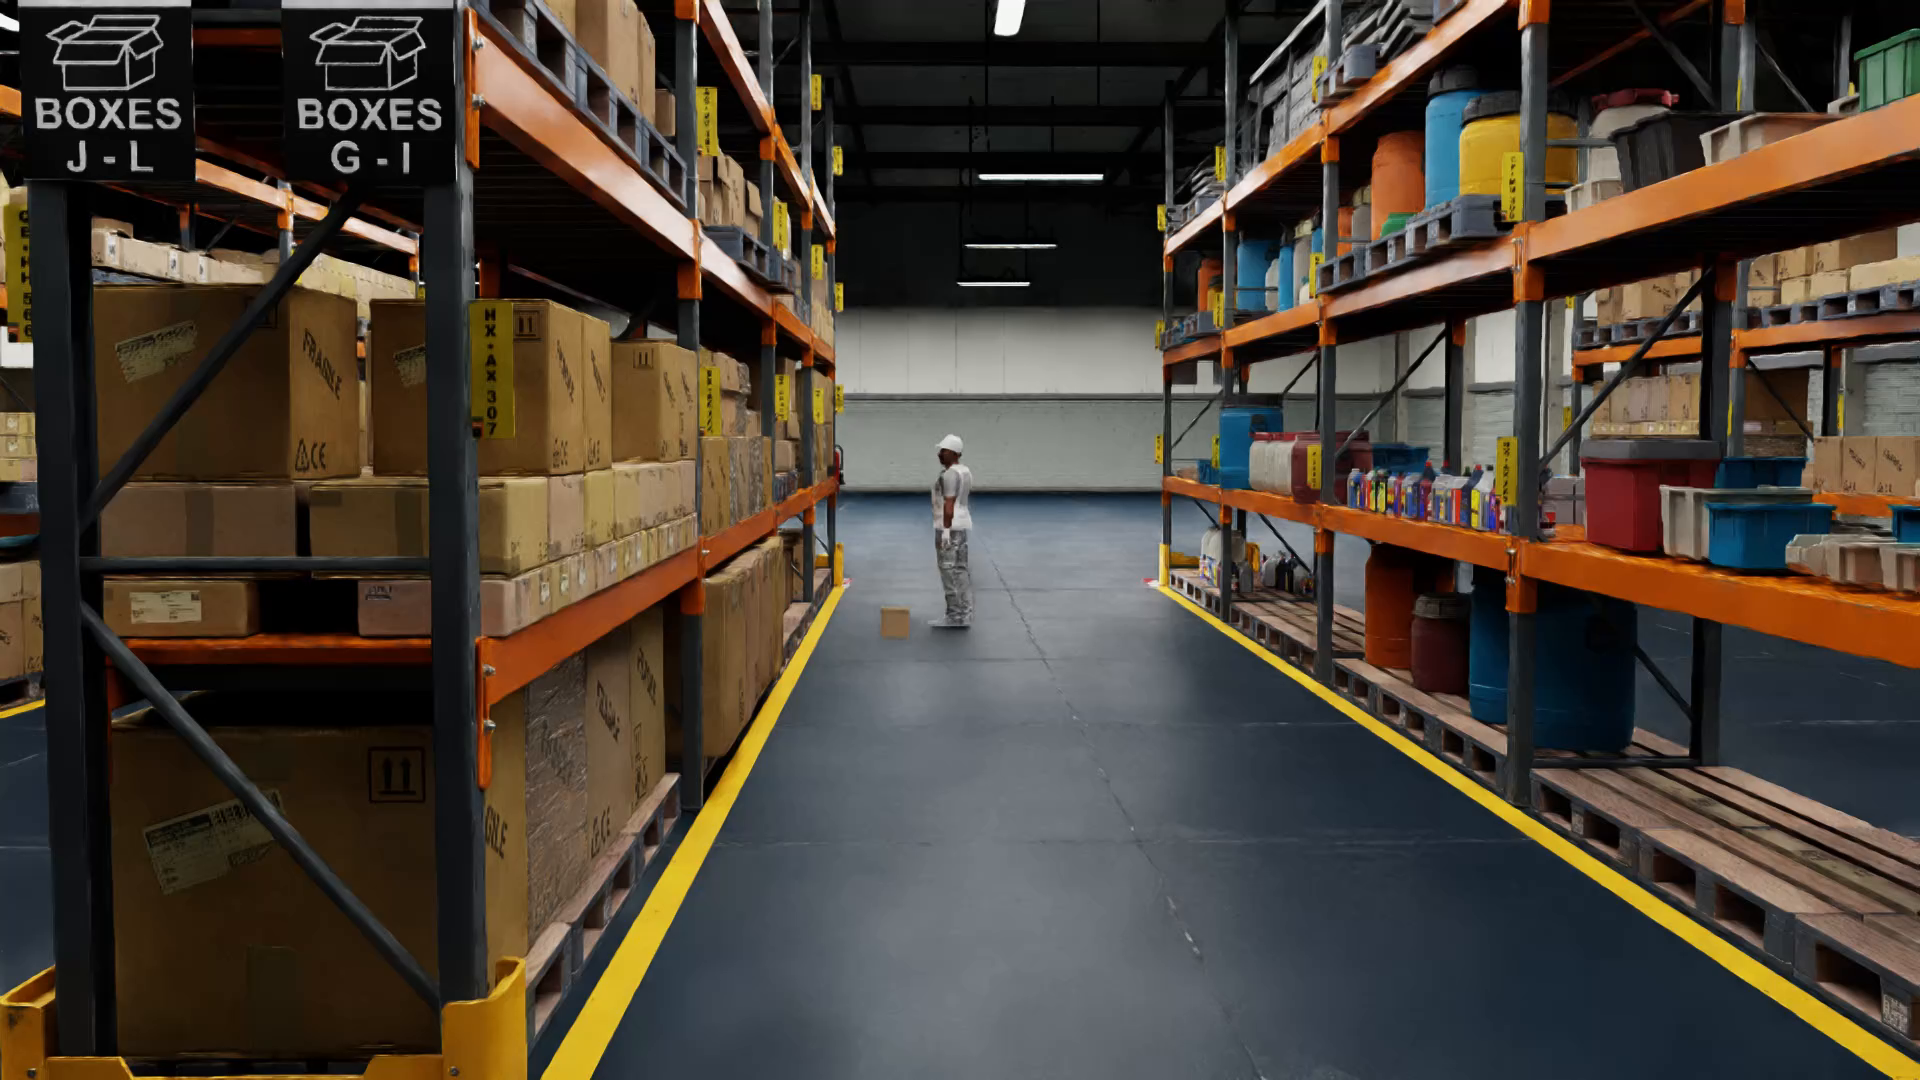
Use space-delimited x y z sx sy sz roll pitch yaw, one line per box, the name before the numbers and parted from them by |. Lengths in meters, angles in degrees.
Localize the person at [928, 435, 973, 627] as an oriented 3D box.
person | -0.075 -0.089 15.551 0.378 1.785 0.594 1 4 19
